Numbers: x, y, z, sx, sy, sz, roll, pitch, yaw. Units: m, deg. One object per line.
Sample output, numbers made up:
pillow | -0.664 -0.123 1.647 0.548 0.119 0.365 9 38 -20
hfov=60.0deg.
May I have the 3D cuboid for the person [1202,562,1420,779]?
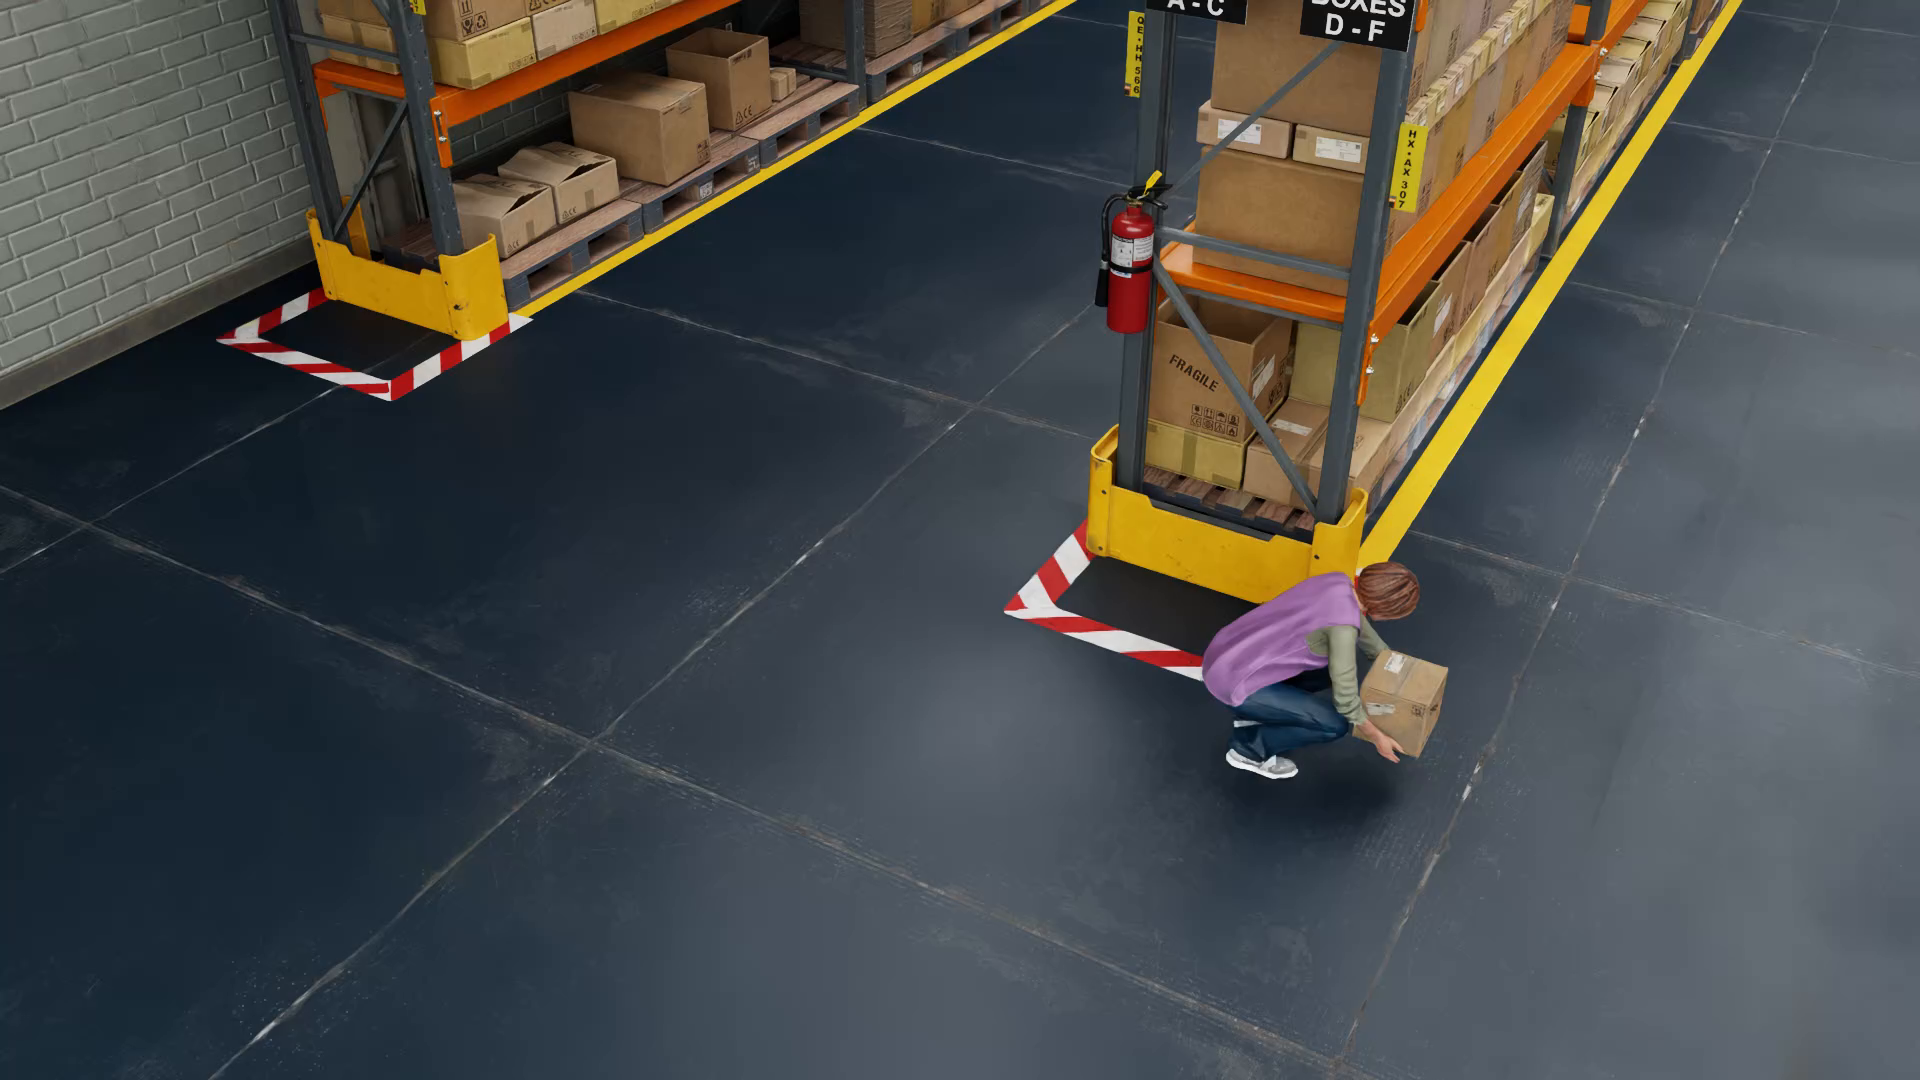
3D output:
person | 1.318 0.465 6.109 0.847 0.891 0.458 7 35 10
